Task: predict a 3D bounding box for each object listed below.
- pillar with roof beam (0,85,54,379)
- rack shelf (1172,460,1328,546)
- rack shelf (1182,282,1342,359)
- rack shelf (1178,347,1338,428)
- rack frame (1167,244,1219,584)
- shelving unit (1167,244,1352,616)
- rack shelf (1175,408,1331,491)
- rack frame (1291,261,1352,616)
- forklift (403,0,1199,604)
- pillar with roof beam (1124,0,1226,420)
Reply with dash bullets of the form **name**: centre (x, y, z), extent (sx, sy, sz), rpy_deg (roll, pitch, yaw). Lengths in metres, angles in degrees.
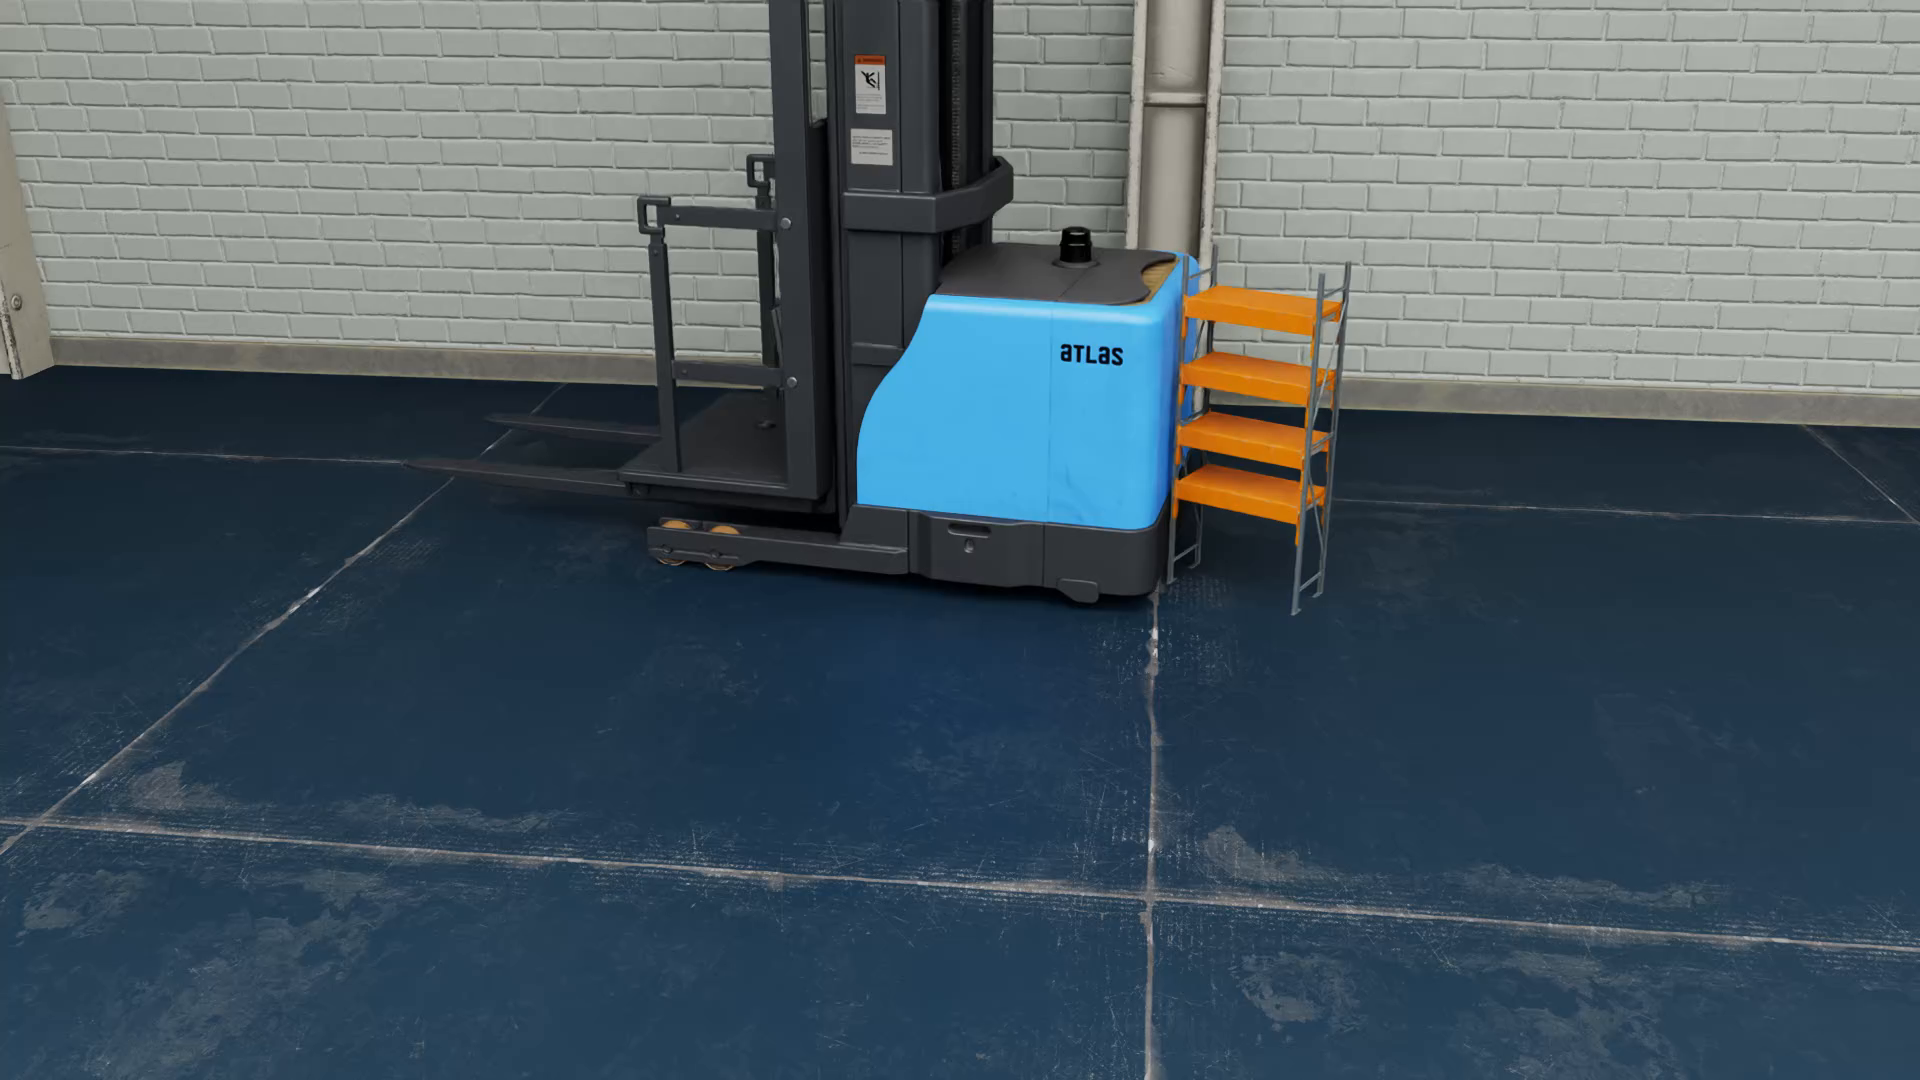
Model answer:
- **pillar with roof beam**: centre (-5.496, -3.502, 3.058), extent (0.400, 9.000, 9.100), rpy_deg (2, 22, 6)
- **rack shelf**: centre (1.026, -0.136, 5.876), extent (0.480, 0.148, 0.258), rpy_deg (14, 26, 32)
- **rack shelf**: centre (1.026, -0.749, 5.634), extent (0.480, 0.148, 0.258), rpy_deg (14, 26, 32)
- **rack shelf**: centre (1.026, -0.529, 5.721), extent (0.480, 0.148, 0.258), rpy_deg (14, 26, 32)
- **rack frame**: centre (0.825, -0.435, 5.907), extent (0.015, 1.200, 0.240), rpy_deg (14, 26, 32)
- **shelving unit**: centre (1.026, -0.384, 5.778), extent (0.503, 1.200, 0.258), rpy_deg (14, 26, 32)
- **rack shelf**: centre (1.026, -0.321, 5.803), extent (0.480, 0.148, 0.258), rpy_deg (14, 26, 32)
- **rack frame**: centre (1.227, -0.333, 5.650), extent (0.015, 1.200, 0.240), rpy_deg (14, 26, 32)
- **forklift**: centre (-0.665, -1.427, 6.063), extent (3.031, 2.935, 1.130), rpy_deg (6, 22, 14)
- **pillar with roof beam**: centre (0.462, -3.242, 2.401), extent (0.400, 9.000, 9.100), rpy_deg (2, 22, 6)
